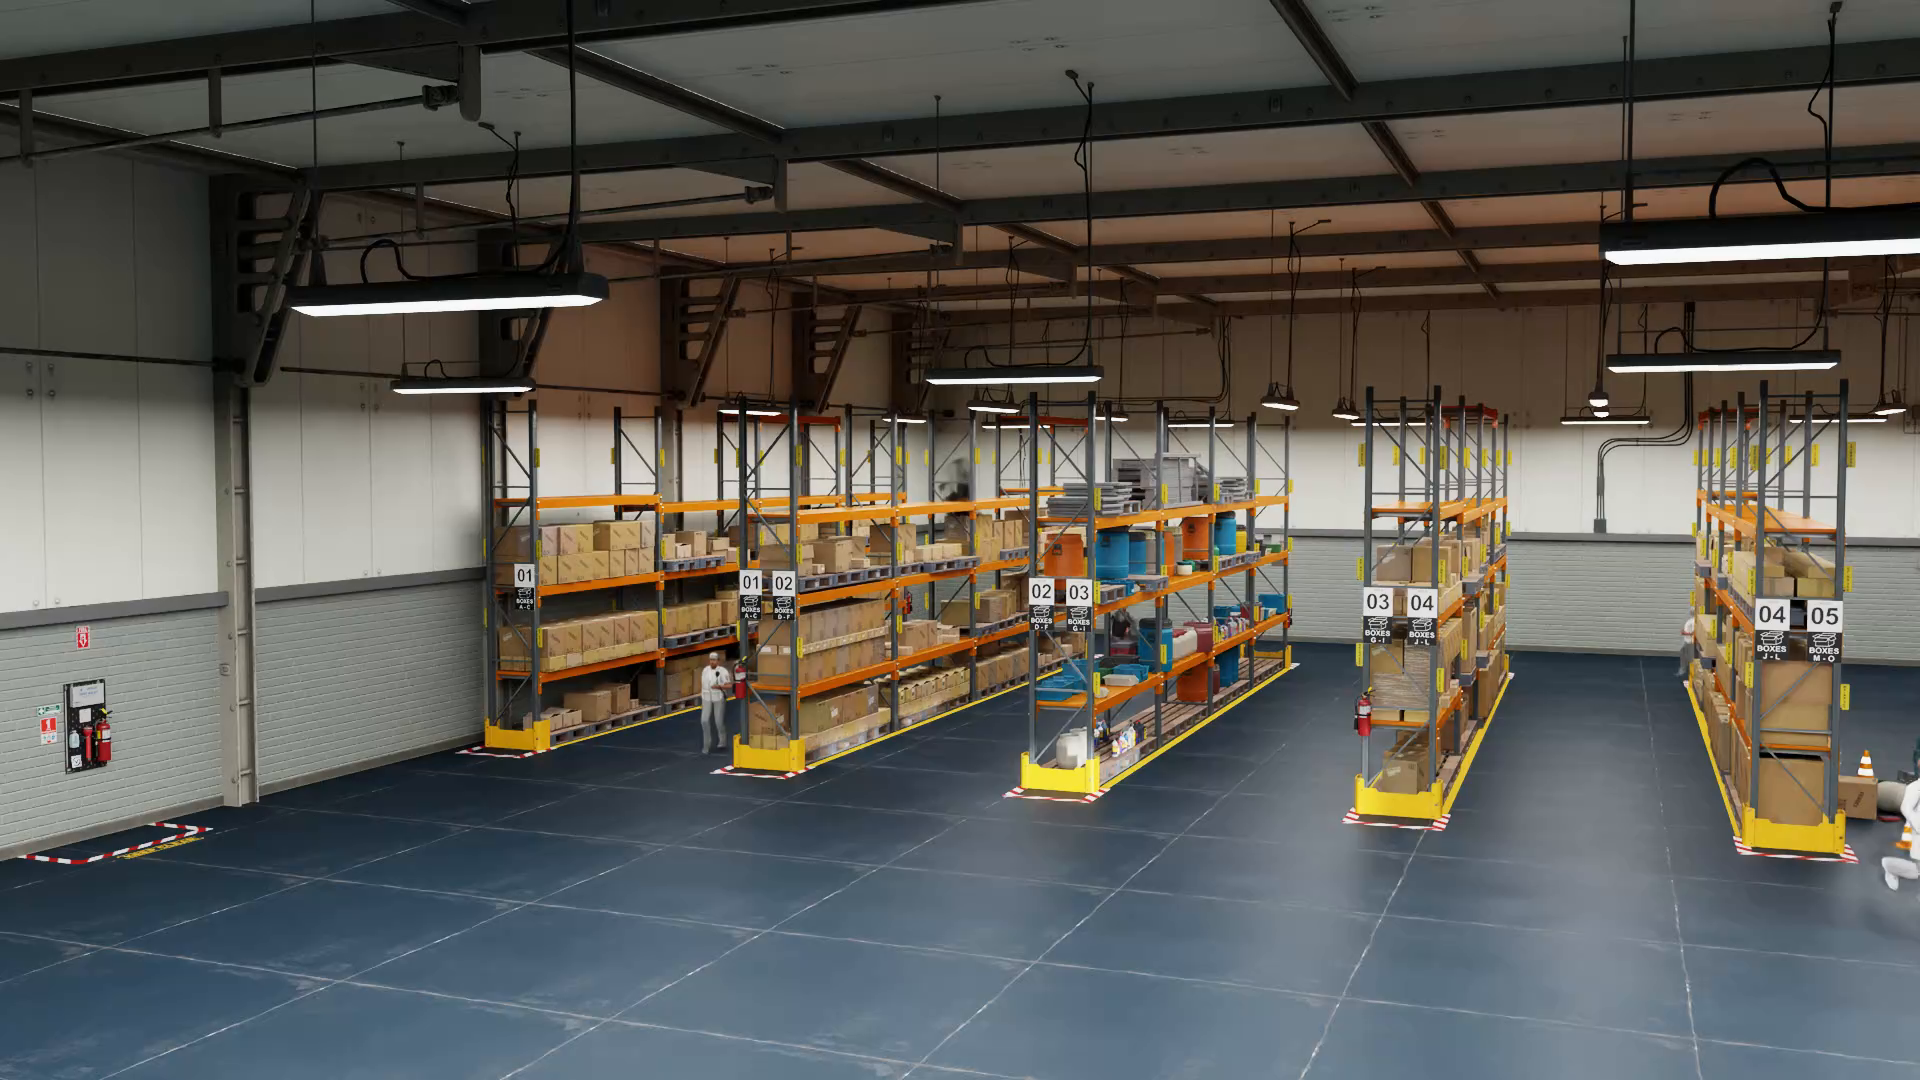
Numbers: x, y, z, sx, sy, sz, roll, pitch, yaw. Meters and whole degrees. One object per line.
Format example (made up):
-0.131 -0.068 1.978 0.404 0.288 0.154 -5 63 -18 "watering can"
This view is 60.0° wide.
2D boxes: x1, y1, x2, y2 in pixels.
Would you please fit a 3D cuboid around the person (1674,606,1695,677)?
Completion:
16.520 2.295 37.701 0.698 1.739 0.813 2 3 31 "person"

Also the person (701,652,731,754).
-4.190 2.773 28.397 0.586 1.721 0.736 0 3 8 "person"

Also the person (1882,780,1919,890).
10.620 3.254 18.253 0.711 1.753 0.946 -1 3 -19 "person"

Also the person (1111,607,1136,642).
3.742 2.263 38.555 0.691 1.712 0.709 0 3 7 "person"
